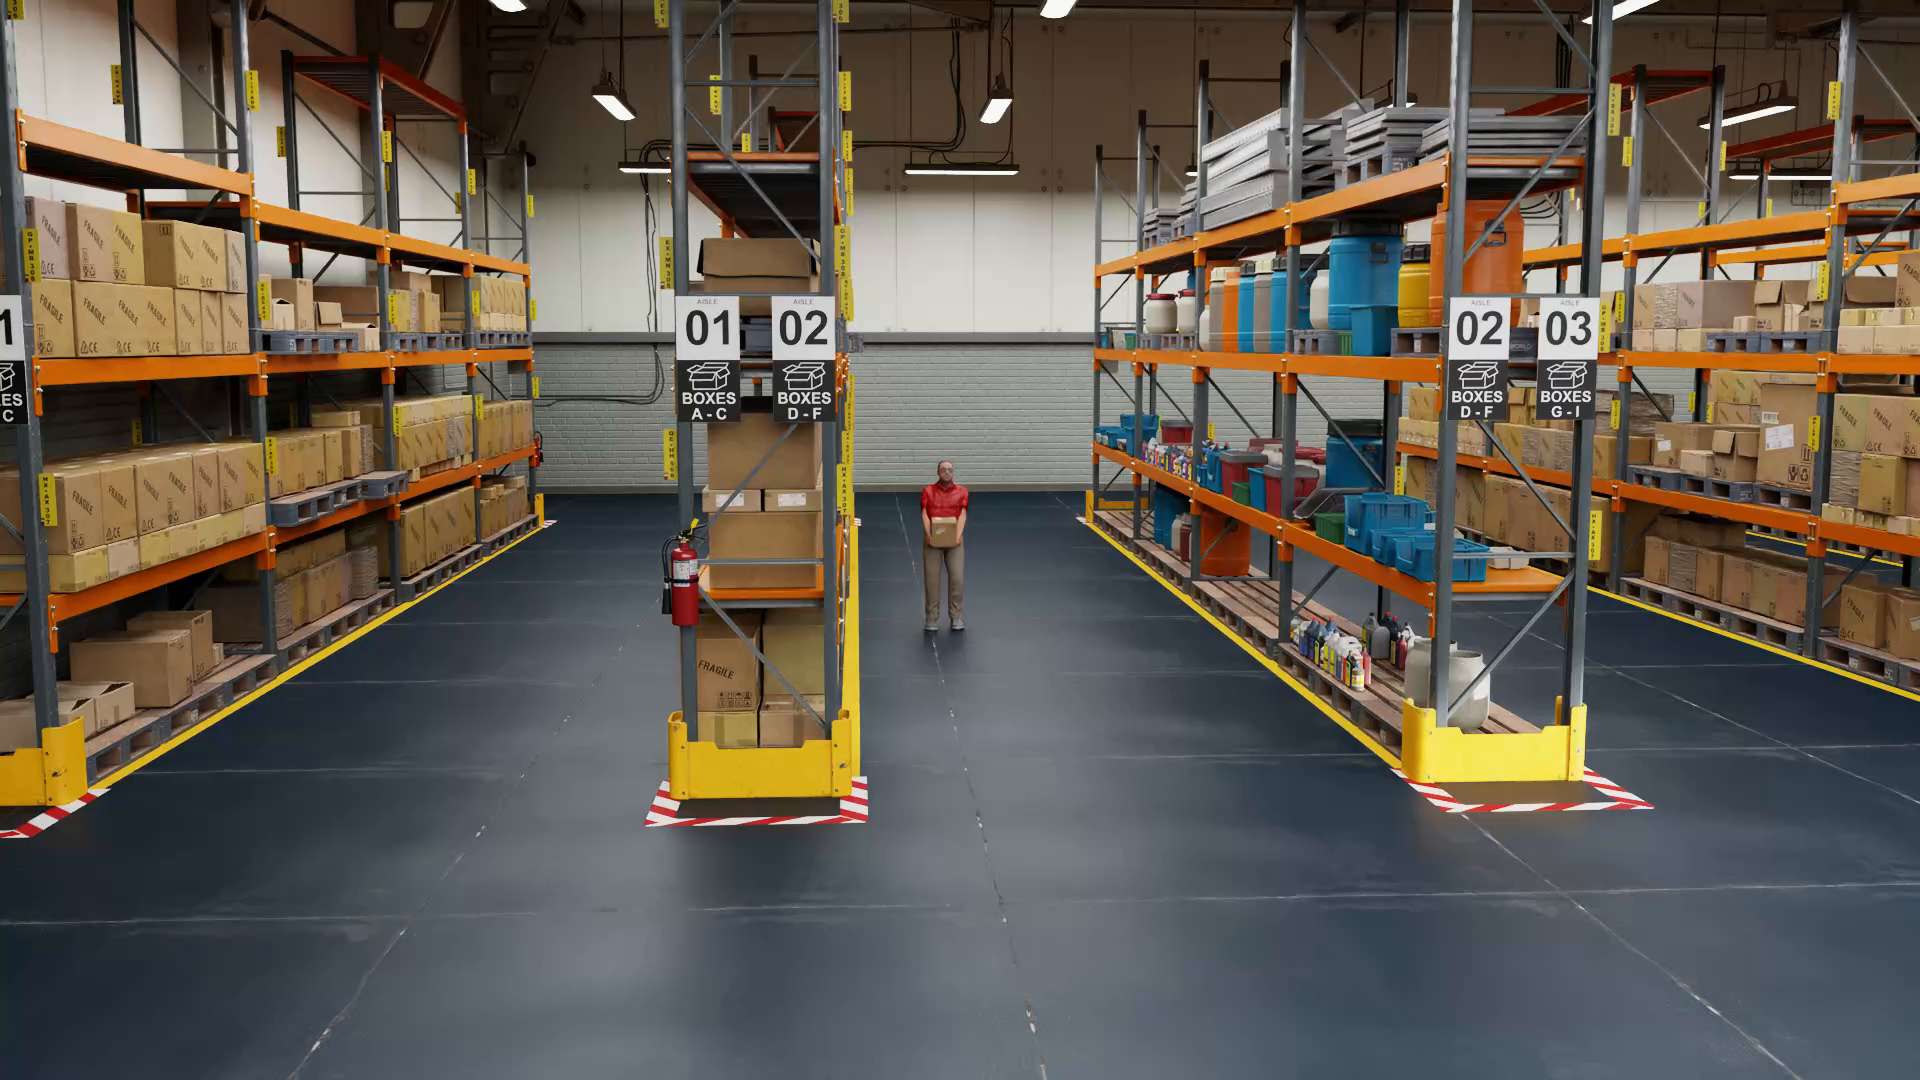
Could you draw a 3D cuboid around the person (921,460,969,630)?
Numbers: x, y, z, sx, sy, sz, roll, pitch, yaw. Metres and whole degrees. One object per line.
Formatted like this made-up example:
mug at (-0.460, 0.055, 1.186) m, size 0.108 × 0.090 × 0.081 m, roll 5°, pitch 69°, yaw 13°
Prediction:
person at (-0.150, 0.055, 16.896) m, size 0.493 × 1.712 × 0.530 m, roll 0°, pitch 7°, yaw -3°
